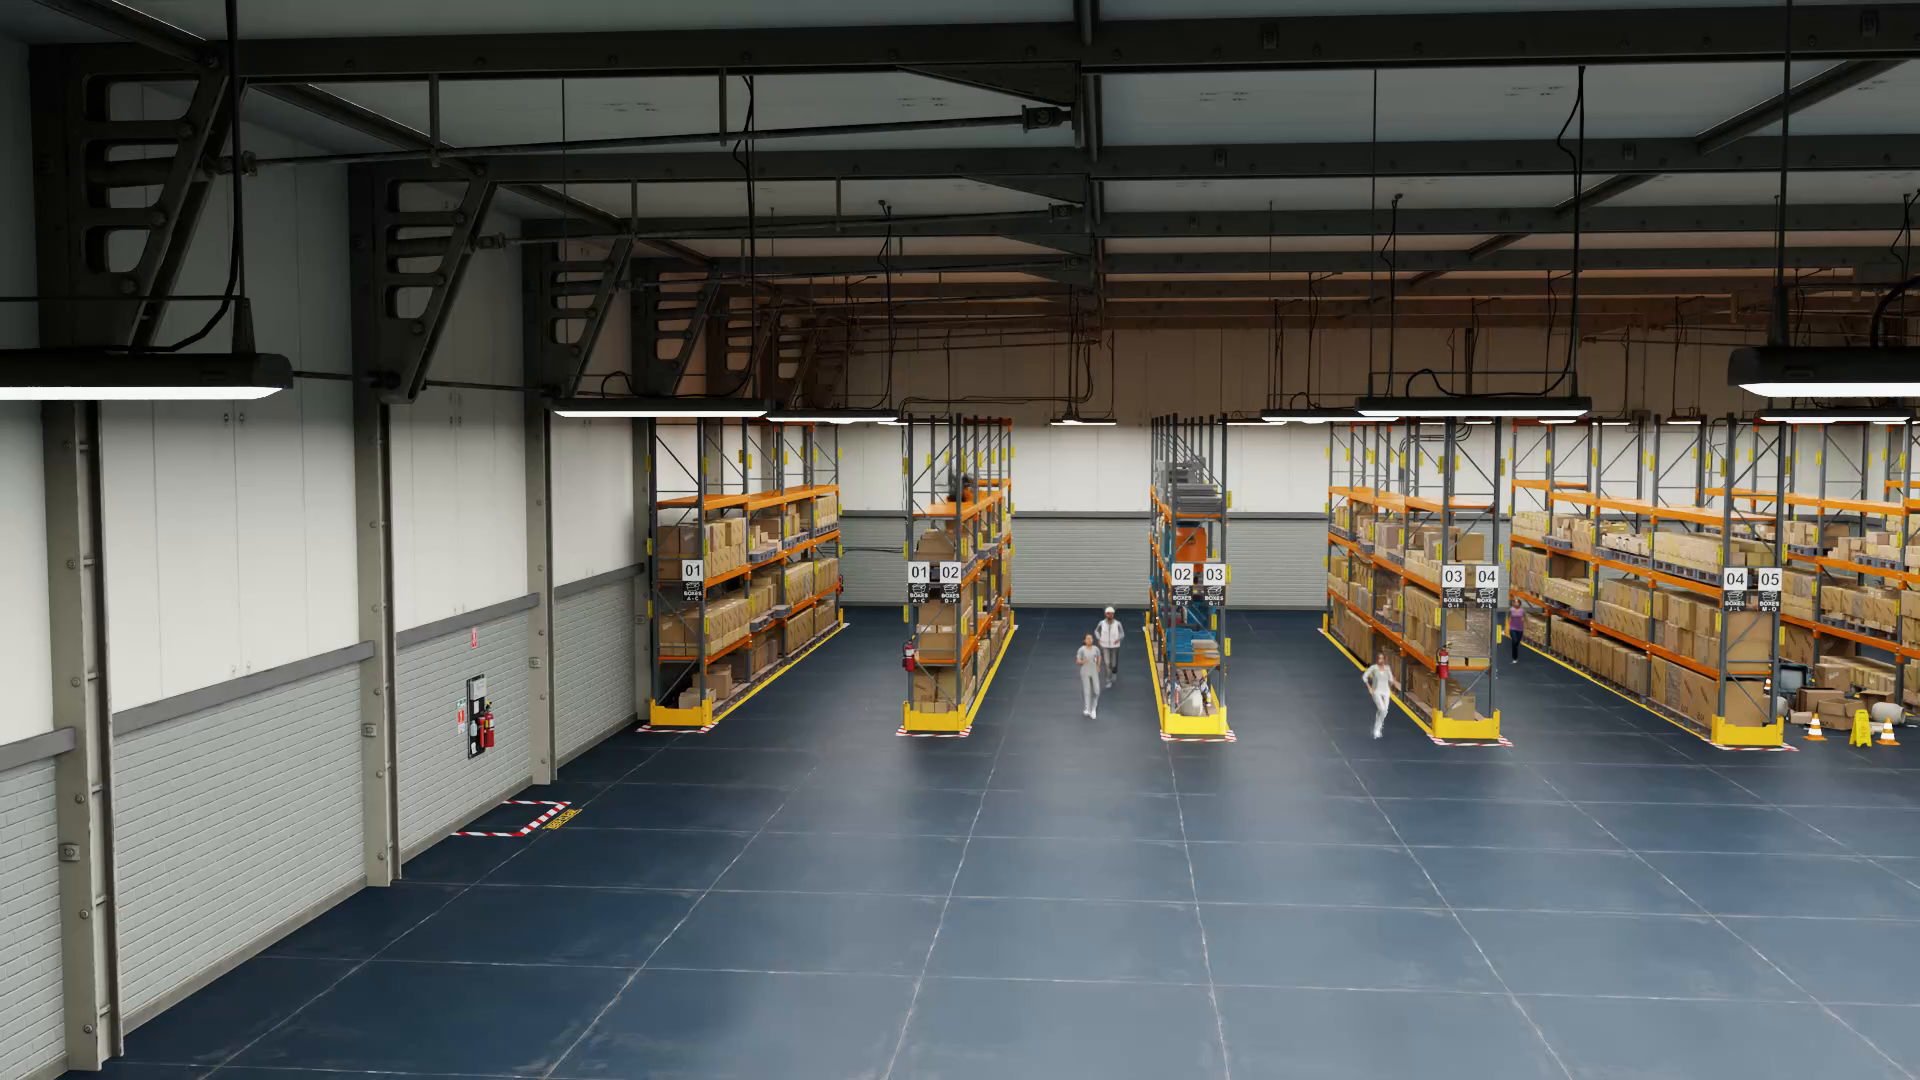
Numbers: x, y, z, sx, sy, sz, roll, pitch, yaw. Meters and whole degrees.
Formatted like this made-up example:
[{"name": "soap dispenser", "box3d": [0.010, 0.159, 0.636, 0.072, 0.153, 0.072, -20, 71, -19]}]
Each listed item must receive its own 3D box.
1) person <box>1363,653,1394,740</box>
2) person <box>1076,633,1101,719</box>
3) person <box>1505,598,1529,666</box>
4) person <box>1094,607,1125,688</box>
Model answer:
[{"name": "person", "box3d": [7.779, 2.873, 30.738, 0.534, 1.576, 0.554, 0, 4, -7]}, {"name": "person", "box3d": [2.564, 2.682, 32.832, 0.545, 1.689, 0.654, -1, 4, -7]}, {"name": "person", "box3d": [13.511, 2.220, 40.336, 0.510, 1.650, 0.723, 1, 4, 8]}, {"name": "person", "box3d": [3.313, 2.364, 36.888, 0.670, 1.761, 0.751, 0, 4, 5]}]
